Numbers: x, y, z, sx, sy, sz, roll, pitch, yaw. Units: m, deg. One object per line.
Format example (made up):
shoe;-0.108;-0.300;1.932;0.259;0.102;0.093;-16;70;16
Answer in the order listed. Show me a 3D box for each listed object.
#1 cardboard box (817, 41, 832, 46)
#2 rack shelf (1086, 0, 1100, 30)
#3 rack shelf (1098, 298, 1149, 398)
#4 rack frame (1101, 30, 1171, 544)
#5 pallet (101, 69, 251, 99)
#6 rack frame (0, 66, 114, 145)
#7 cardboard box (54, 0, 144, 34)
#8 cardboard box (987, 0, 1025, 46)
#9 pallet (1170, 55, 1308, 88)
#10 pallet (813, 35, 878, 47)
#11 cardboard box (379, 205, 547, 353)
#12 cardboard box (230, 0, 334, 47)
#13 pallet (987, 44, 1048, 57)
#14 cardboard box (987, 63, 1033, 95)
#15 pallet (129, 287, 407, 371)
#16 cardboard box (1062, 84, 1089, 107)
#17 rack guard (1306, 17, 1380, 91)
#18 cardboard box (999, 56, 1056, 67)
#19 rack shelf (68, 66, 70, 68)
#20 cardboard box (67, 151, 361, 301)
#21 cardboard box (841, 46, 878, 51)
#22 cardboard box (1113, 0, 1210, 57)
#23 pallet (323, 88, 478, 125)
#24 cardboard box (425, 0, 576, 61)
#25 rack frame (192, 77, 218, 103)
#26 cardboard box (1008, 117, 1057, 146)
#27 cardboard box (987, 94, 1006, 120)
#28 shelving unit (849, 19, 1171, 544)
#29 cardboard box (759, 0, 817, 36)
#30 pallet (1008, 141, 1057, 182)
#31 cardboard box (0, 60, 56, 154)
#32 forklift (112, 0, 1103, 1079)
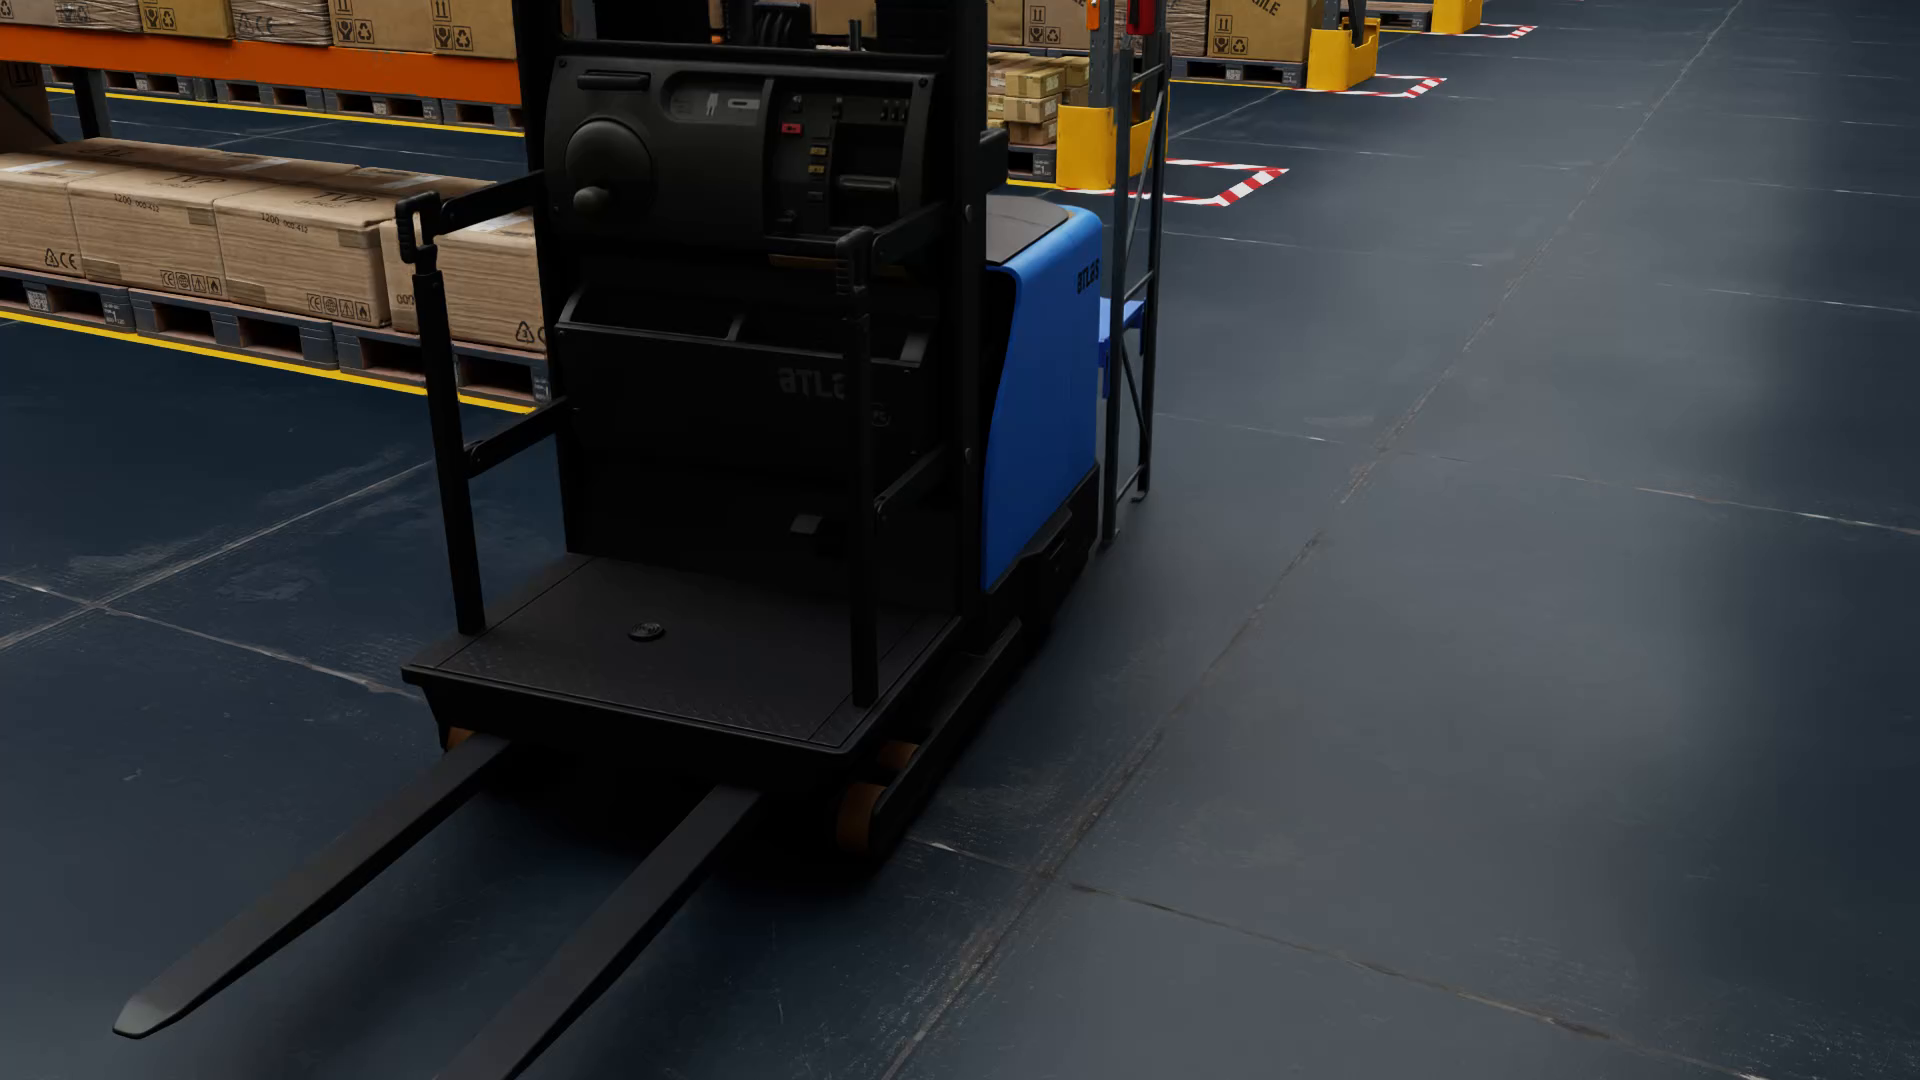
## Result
cardboard box;-1.114;-3.503;12.001;0.250;0.149;0.380;10;25;22
rack shelf;-0.715;-3.797;11.265;4.000;0.370;1.077;11;25;25
rack shelf;0.066;-0.675;5.379;1.000;0.185;0.538;8;24;18
rack frame;0.544;-0.773;5.150;0.032;1.500;0.500;8;24;18
pallet;-6.739;-4.070;14.551;1.213;0.211;1.003;11;25;25
rack frame;-4.643;-2.735;7.848;0.127;3.000;1.000;11;25;25
cardboard box;-3.454;-2.426;6.994;0.500;0.500;0.500;11;26;25
cardboard box;0.381;-5.267;15.980;0.875;0.875;0.875;11;25;25
pallet;2.649;-4.320;15.139;1.213;0.211;1.003;11;25;25
pallet;-0.894;-5.023;16.790;1.213;0.211;1.003;11;25;25
cardboard box;-1.708;-1.124;6.798;0.875;0.438;0.875;10;25;23
cardboard box;-2.528;-2.248;6.576;0.500;0.500;0.500;12;26;26
pallet;0.472;-4.751;16.152;1.213;0.211;1.003;11;25;25
cardboard box;0.285;-3.000;10.816;0.250;0.149;0.380;12;26;26
pallet;-2.907;-1.075;7.508;1.213;0.211;1.003;11;25;25
cardboard box;0.718;-2.975;11.140;0.250;0.149;0.380;12;26;27
rack guard;3.419;-4.335;14.805;0.348;0.500;1.175;11;25;25
cardboard box;0.455;-3.148;11.166;0.250;0.149;0.380;12;26;25
rack shelf;-6.428;-2.757;8.819;4.000;0.370;1.077;11;25;25
cardboard box;-3.332;-1.443;7.547;0.875;0.438;0.875;10;25;23
cardboard box;-0.695;-3.378;11.706;0.250;0.149;0.380;11;26;25
cardboard box;1.979;-4.951;15.237;0.875;0.875;0.875;11;25;25
pallet;-4.288;-3.550;13.328;1.213;0.211;1.003;11;25;25
cardboard box;-1.623;-2.067;6.150;0.500;0.500;0.500;11;26;25
rack frame;-6.070;-5.188;13.616;0.127;3.000;1.000;11;25;25
cardboard box;0.506;-2.677;10.817;0.250;0.149;0.380;12;26;25
cardboard box;0.261;-2.852;10.849;0.250;0.149;0.380;11;25;23
shelving unit;0.066;-0.840;5.309;1.048;1.500;0.538;8;24;18
cardboard box;-1.550;-5.675;16.939;0.875;0.875;1.225;10;25;23
pallet;0.293;-2.661;11.238;1.213;0.211;1.003;11;25;25
cardboard box;-5.233;-2.032;8.373;0.875;0.875;0.875;12;26;26
forklift;-0.571;-0.839;3.477;1.130;2.935;3.031;8;24;19
